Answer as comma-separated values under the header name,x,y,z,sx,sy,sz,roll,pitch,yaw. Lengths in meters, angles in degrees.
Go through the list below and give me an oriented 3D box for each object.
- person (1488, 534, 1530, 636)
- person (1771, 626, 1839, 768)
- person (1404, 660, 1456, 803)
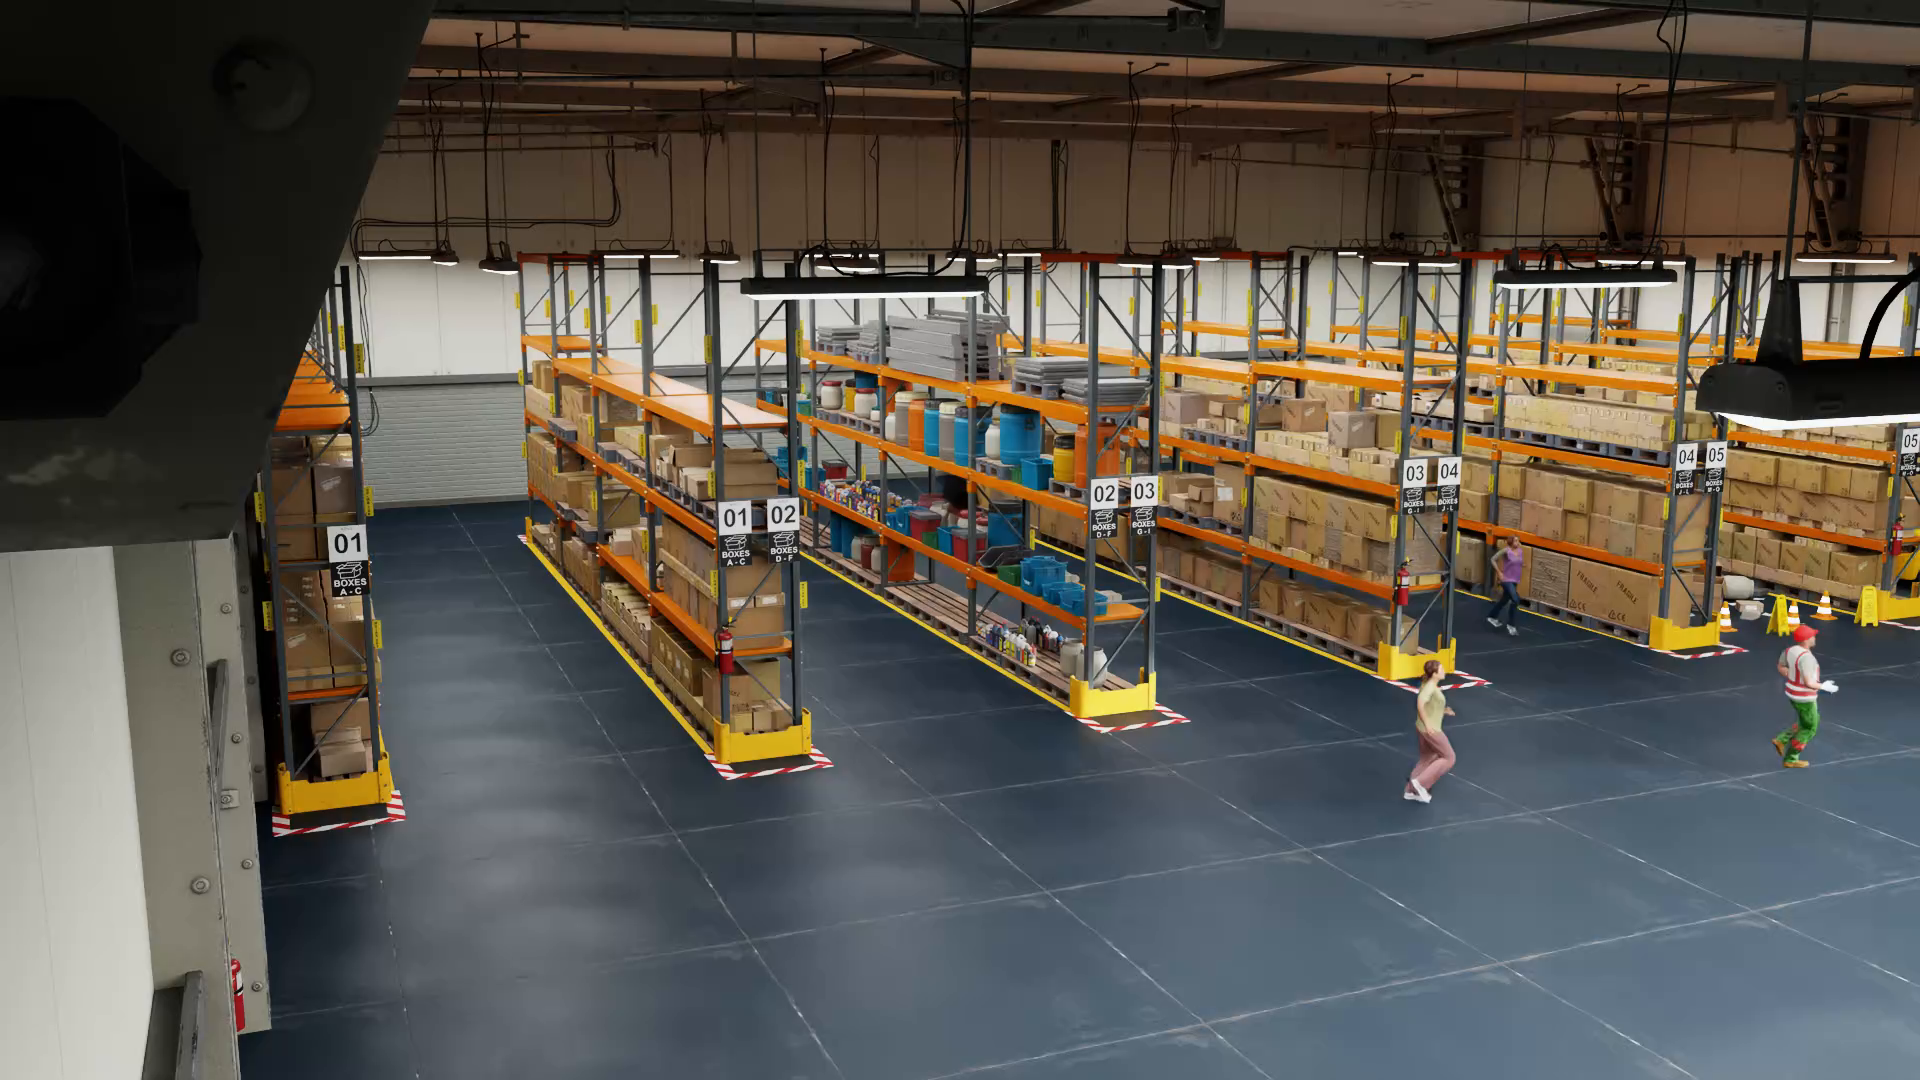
name,x,y,z,sx,sy,sz,roll,pitch,yaw
person,8.863,0.700,26.828,0.509,1.650,0.721,-7,12,-32
person,10.126,1.874,19.928,0.598,1.740,0.648,1,10,6
person,5.319,2.145,18.736,0.564,1.641,0.587,0,10,2
